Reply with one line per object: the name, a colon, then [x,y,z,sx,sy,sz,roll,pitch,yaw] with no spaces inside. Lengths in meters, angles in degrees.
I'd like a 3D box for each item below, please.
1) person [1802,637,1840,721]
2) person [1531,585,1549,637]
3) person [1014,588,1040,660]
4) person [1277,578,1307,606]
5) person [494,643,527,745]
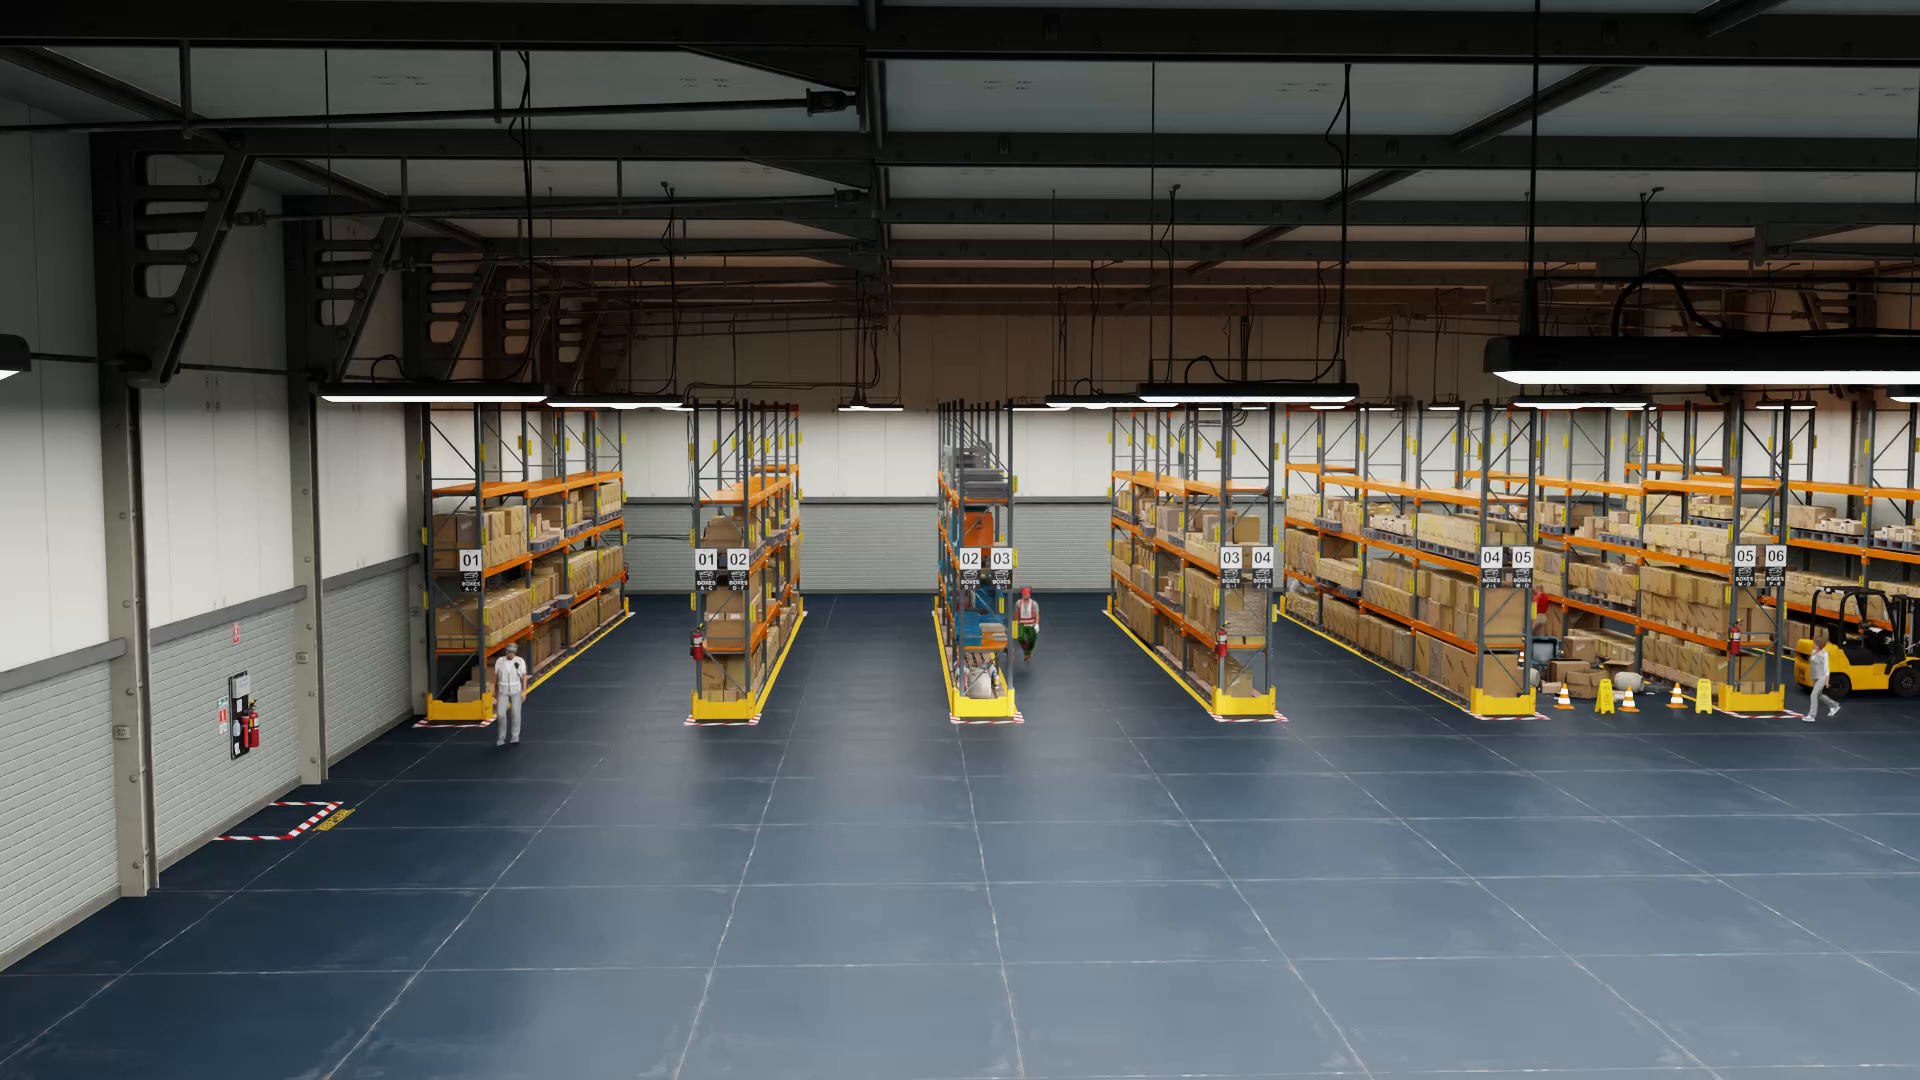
person: [16.043,2.578,30.949,0.845,1.561,0.432,-1,4,-10]
person: [13.489,1.924,38.808,0.596,1.764,0.493,-1,4,-9]
person: [1.496,1.858,37.382,0.574,1.587,0.749,0,4,-1]
person: [9.856,1.120,48.915,1.059,1.731,0.534,0,4,3]
person: [-7.810,2.700,28.873,0.562,1.847,0.418,-1,4,-11]
